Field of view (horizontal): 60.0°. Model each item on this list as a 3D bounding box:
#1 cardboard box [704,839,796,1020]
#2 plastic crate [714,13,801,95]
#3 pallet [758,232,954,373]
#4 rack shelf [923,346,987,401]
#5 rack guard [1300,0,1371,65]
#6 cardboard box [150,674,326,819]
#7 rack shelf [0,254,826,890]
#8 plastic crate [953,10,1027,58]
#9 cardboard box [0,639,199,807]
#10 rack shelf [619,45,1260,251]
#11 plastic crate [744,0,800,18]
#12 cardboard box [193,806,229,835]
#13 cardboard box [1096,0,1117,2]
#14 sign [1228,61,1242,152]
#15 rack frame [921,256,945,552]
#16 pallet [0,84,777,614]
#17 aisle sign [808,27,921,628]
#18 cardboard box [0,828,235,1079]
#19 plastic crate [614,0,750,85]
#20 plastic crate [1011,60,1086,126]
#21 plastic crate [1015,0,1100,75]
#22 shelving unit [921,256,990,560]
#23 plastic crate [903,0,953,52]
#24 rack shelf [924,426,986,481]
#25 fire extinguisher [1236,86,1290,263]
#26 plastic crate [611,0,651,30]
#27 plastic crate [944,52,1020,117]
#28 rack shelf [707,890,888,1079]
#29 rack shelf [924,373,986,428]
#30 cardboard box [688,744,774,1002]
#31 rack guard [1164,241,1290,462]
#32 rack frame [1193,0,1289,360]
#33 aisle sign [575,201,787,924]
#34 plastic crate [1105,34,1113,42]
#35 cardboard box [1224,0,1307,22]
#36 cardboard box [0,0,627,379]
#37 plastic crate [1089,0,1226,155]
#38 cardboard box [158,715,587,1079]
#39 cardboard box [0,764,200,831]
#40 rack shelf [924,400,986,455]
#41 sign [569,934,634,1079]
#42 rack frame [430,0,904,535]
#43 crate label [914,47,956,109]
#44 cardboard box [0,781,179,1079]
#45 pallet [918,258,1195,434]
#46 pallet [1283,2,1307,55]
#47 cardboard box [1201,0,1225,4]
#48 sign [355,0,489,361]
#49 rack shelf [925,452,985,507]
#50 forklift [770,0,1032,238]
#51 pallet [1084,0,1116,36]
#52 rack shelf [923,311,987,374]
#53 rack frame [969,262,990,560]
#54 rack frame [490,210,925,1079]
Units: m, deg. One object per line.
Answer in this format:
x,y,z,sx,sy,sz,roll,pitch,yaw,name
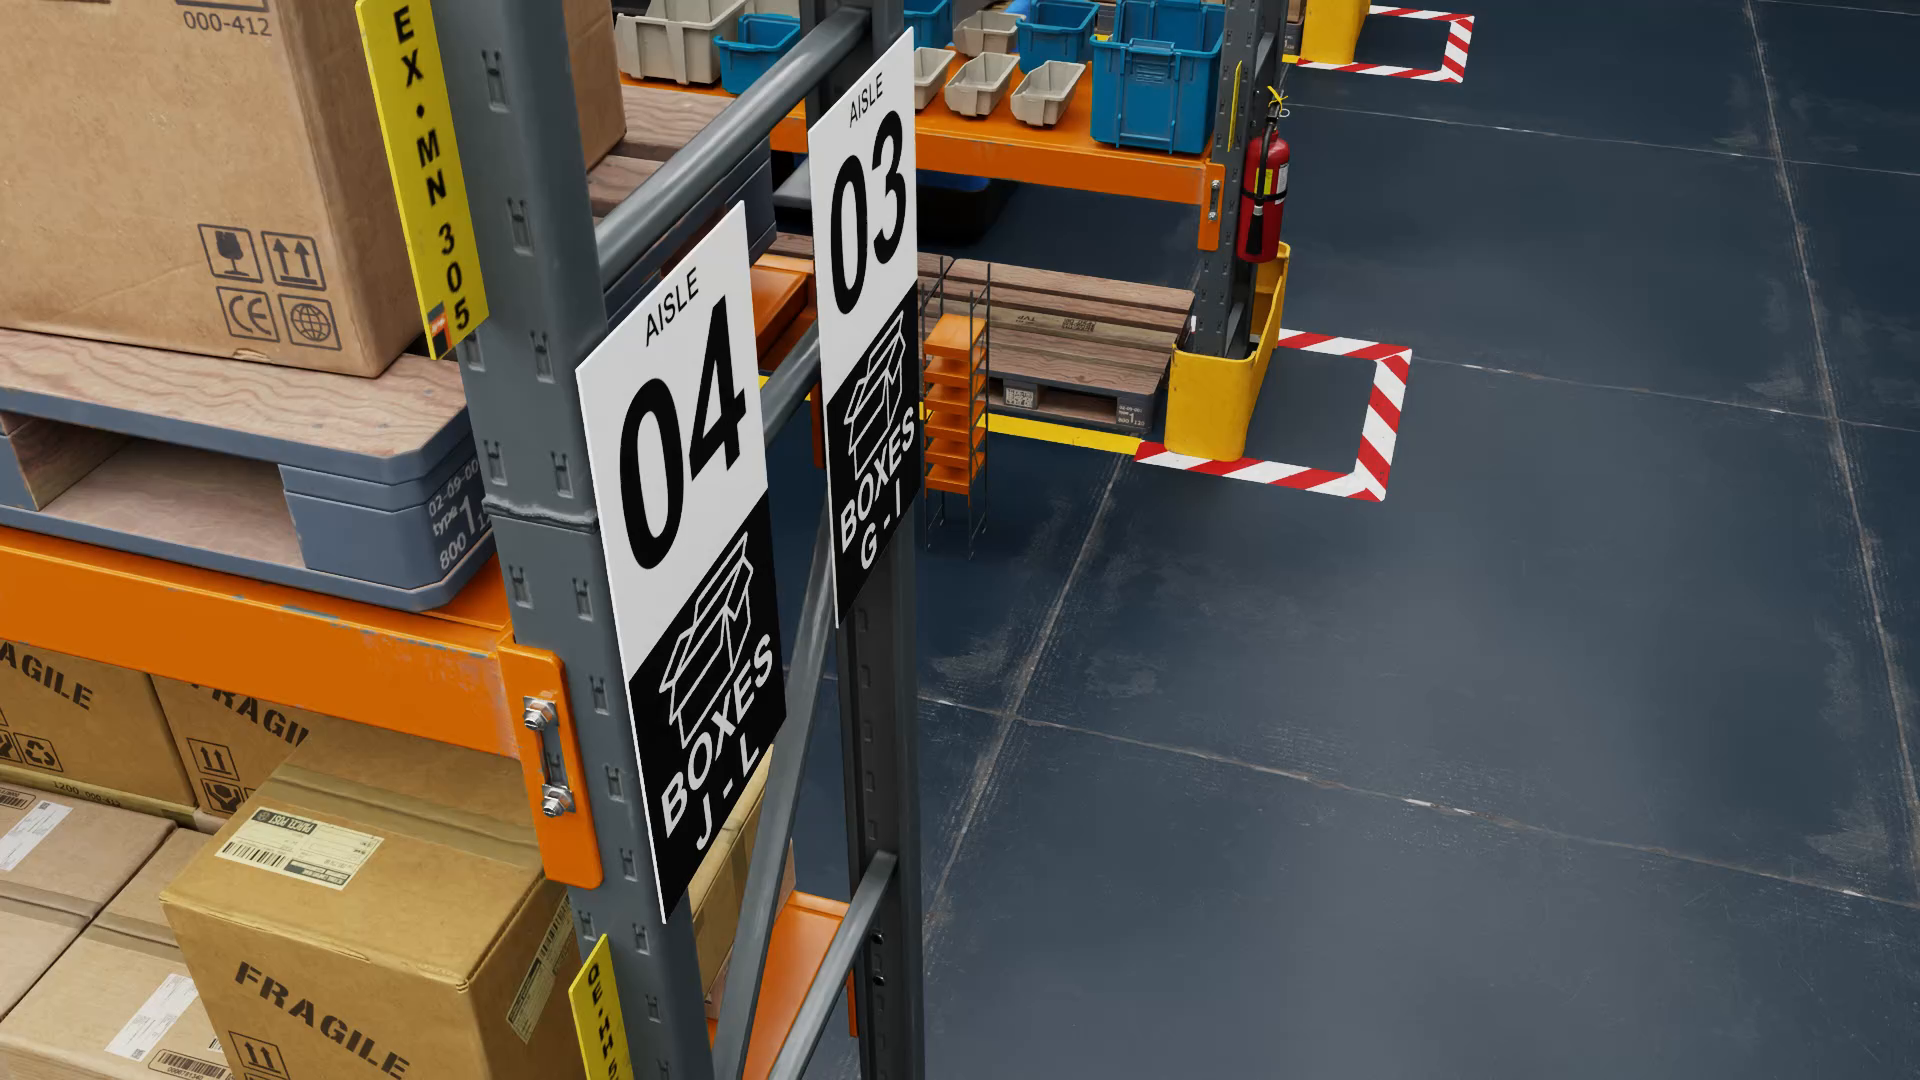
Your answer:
-0.525,0.760,3.398,0.250,0.149,0.380,11,38,14,cardboard box
-0.845,-2.069,7.121,0.300,0.233,0.416,10,38,14,plastic crate
-0.744,-1.155,8.141,1.213,0.211,1.003,10,38,14,pallet
-0.014,-0.643,6.282,0.180,0.103,0.258,10,38,14,rack shelf
2.600,-3.703,11.359,0.348,0.500,1.175,10,38,14,rack guard
-1.140,0.221,3.162,0.500,0.500,0.500,10,37,13,cardboard box
-2.194,-0.363,2.789,4.000,0.370,1.077,10,38,14,rack shelf
0.126,-2.265,7.469,0.298,0.136,0.250,10,38,14,plastic crate
-1.636,0.133,3.282,0.500,0.500,0.500,10,37,13,cardboard box
-0.717,-1.958,7.486,4.000,0.370,1.077,10,38,14,rack shelf
-0.874,-2.381,7.626,0.466,0.136,0.293,10,38,14,plastic crate
-1.161,0.523,3.384,0.500,0.250,0.500,10,38,13,cardboard box
1.182,-3.907,11.477,0.500,0.250,0.500,10,38,14,cardboard box
1.044,-1.645,6.317,0.005,0.325,0.100,10,38,14,sign
-0.101,-0.502,6.420,0.006,1.200,0.240,10,38,14,rack frame
-0.996,-0.389,2.292,1.213,0.211,1.003,10,38,14,pallet
-0.127,-0.295,2.428,0.004,0.787,0.394,10,38,14,aisle sign
-1.310,0.824,2.976,0.500,0.250,0.500,10,37,13,cardboard box
-1.223,-2.203,7.262,0.530,0.282,0.437,10,38,14,plastic crate
0.360,-1.853,6.910,0.243,0.136,0.396,10,38,14,plastic crate
0.426,-2.197,7.295,0.300,0.233,0.416,10,38,14,plastic crate
-0.014,-0.486,6.398,0.189,1.200,0.258,10,38,14,shelving unit
-0.202,-2.313,7.453,0.300,0.233,0.416,10,38,14,plastic crate
-0.014,-0.353,6.495,0.180,0.103,0.258,10,38,14,rack shelf
1.201,-1.429,6.540,0.183,0.674,0.296,10,38,14,fire extinguisher
-1.477,-2.468,7.755,0.590,0.125,0.437,10,38,14,plastic crate
0.087,-1.913,6.990,0.243,0.136,0.396,10,38,14,plastic crate
-2.194,0.845,3.679,4.000,0.370,1.077,10,38,14,rack shelf
-0.014,-0.547,6.353,0.180,0.103,0.258,10,38,14,rack shelf
-0.662,0.612,3.264,0.500,0.250,0.500,10,37,13,cardboard box
1.219,-0.890,7.538,0.348,0.500,1.175,10,38,14,rack guard
1.192,-1.894,6.793,0.127,3.000,1.000,10,38,14,rack frame
-0.305,0.044,1.967,0.004,0.787,0.394,10,38,14,aisle sign
0.773,-2.145,7.306,0.298,0.136,0.250,10,38,14,plastic crate
2.080,-3.823,11.151,0.500,0.500,0.500,10,38,14,cardboard box
-0.797,-0.611,1.996,0.500,0.500,0.700,8,37,11,cardboard box
0.817,-1.886,6.701,0.499,0.435,0.616,10,38,14,plastic crate
-0.828,0.610,2.634,0.500,0.500,0.500,11,38,14,cardboard box
-1.639,0.433,3.507,0.500,0.250,0.500,9,37,12,cardboard box
-0.014,-0.450,6.424,0.180,0.103,0.258,10,38,14,rack shelf
-0.460,0.651,2.158,0.005,0.325,0.100,10,38,14,sign
-0.285,-1.508,1.207,0.127,3.000,1.000,10,38,14,rack frame
-0.186,-1.948,7.038,0.243,0.136,0.396,10,38,14,crate label
-1.796,0.734,3.098,0.500,0.250,0.500,9,37,12,cardboard box
0.417,-0.939,7.847,1.213,0.211,1.003,10,38,14,pallet
1.839,-3.726,11.635,1.213,0.211,1.003,10,38,14,pallet
1.721,-3.811,11.417,0.250,0.166,0.380,10,38,14,cardboard box
-0.460,-0.320,1.443,0.005,0.325,0.100,10,38,14,sign
-0.014,-0.257,6.566,0.180,0.103,0.258,10,38,14,rack shelf
-1.164,-3.305,8.768,3.031,2.935,1.130,11,38,15,forklift
0.678,-3.943,11.930,1.213,0.211,1.003,10,38,14,pallet
-0.014,-0.740,6.211,0.180,0.103,0.258,10,38,14,rack shelf
0.074,-0.470,6.376,0.006,1.200,0.240,10,38,14,rack frame
-0.285,0.909,2.985,0.127,3.000,1.000,10,38,14,rack frame
